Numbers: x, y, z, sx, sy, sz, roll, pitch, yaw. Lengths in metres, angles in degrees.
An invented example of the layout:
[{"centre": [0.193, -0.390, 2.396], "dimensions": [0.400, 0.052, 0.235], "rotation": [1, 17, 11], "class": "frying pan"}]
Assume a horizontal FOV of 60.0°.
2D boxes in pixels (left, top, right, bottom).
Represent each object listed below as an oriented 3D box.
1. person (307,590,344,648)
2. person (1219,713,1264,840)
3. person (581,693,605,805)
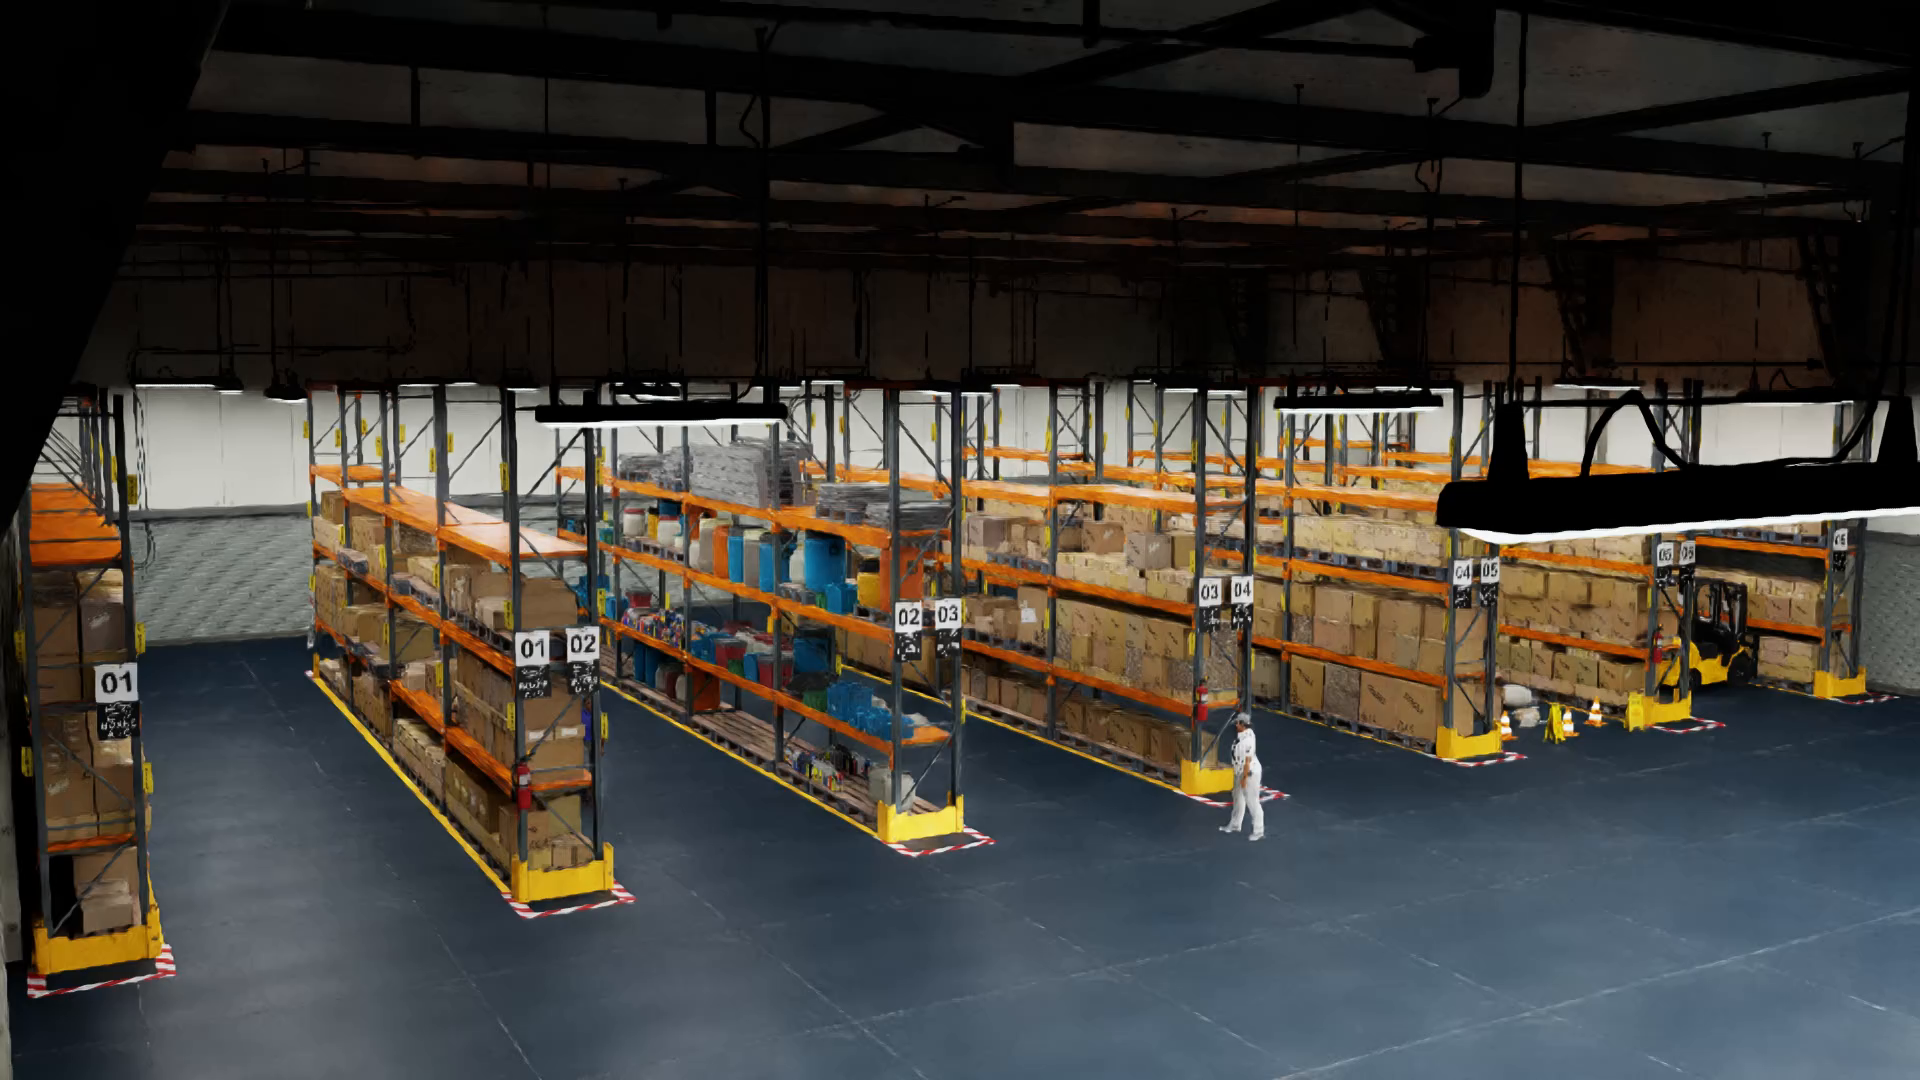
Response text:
[{"centre": [-14.107, 1.551, 36.834], "dimensions": [0.835, 1.711, 0.704], "rotation": [6, 8, 43], "class": "person"}, {"centre": [3.783, 3.131, 22.253], "dimensions": [0.562, 1.658, 0.605], "rotation": [0, 6, -3], "class": "person"}, {"centre": [-5.354, 2.974, 24.073], "dimensions": [0.445, 1.574, 1.091], "rotation": [-4, 7, -31], "class": "person"}]
